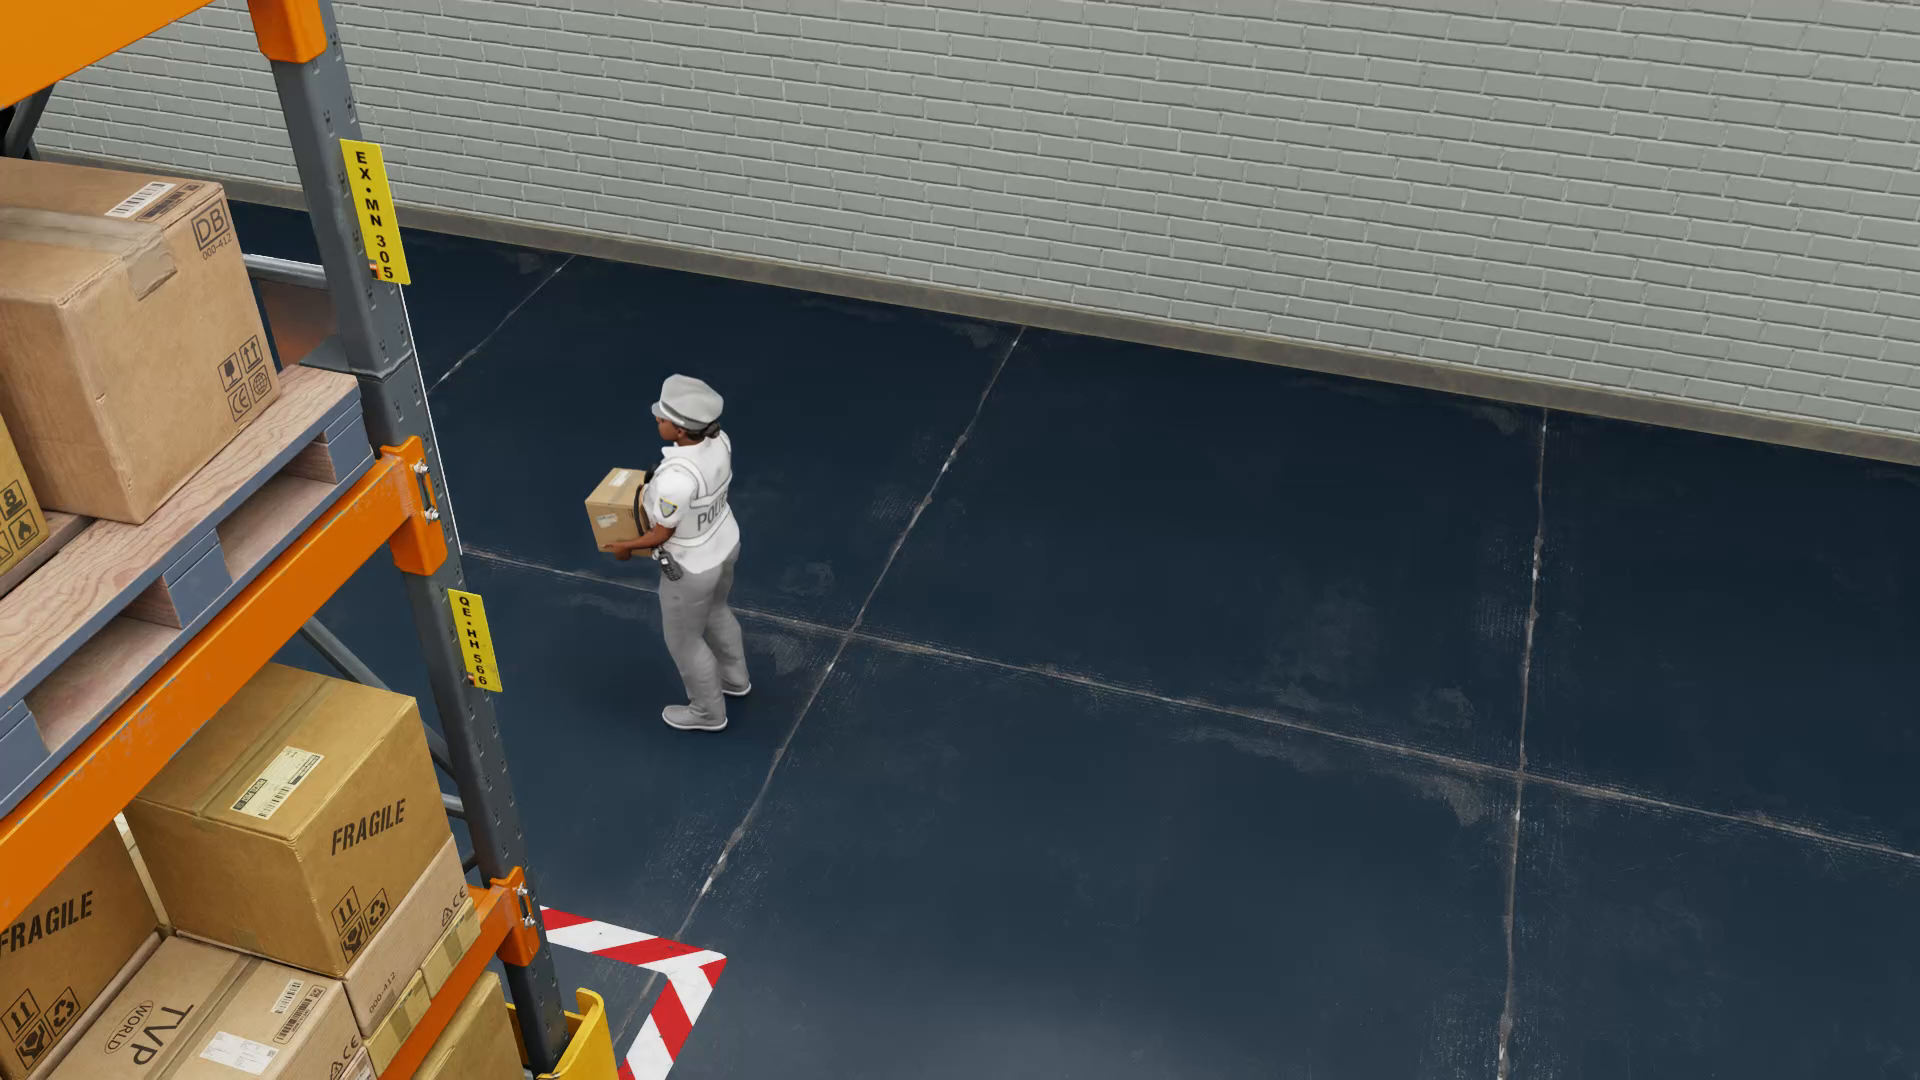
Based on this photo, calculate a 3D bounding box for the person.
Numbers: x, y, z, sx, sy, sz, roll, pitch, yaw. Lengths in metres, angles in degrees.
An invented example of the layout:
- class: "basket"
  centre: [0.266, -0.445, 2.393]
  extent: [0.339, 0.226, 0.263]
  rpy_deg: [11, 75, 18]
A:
- class: "person"
  centre: [-1.156, 0.044, 6.814]
  extent: [0.527, 1.689, 0.451]
  rpy_deg: [11, 39, 15]
